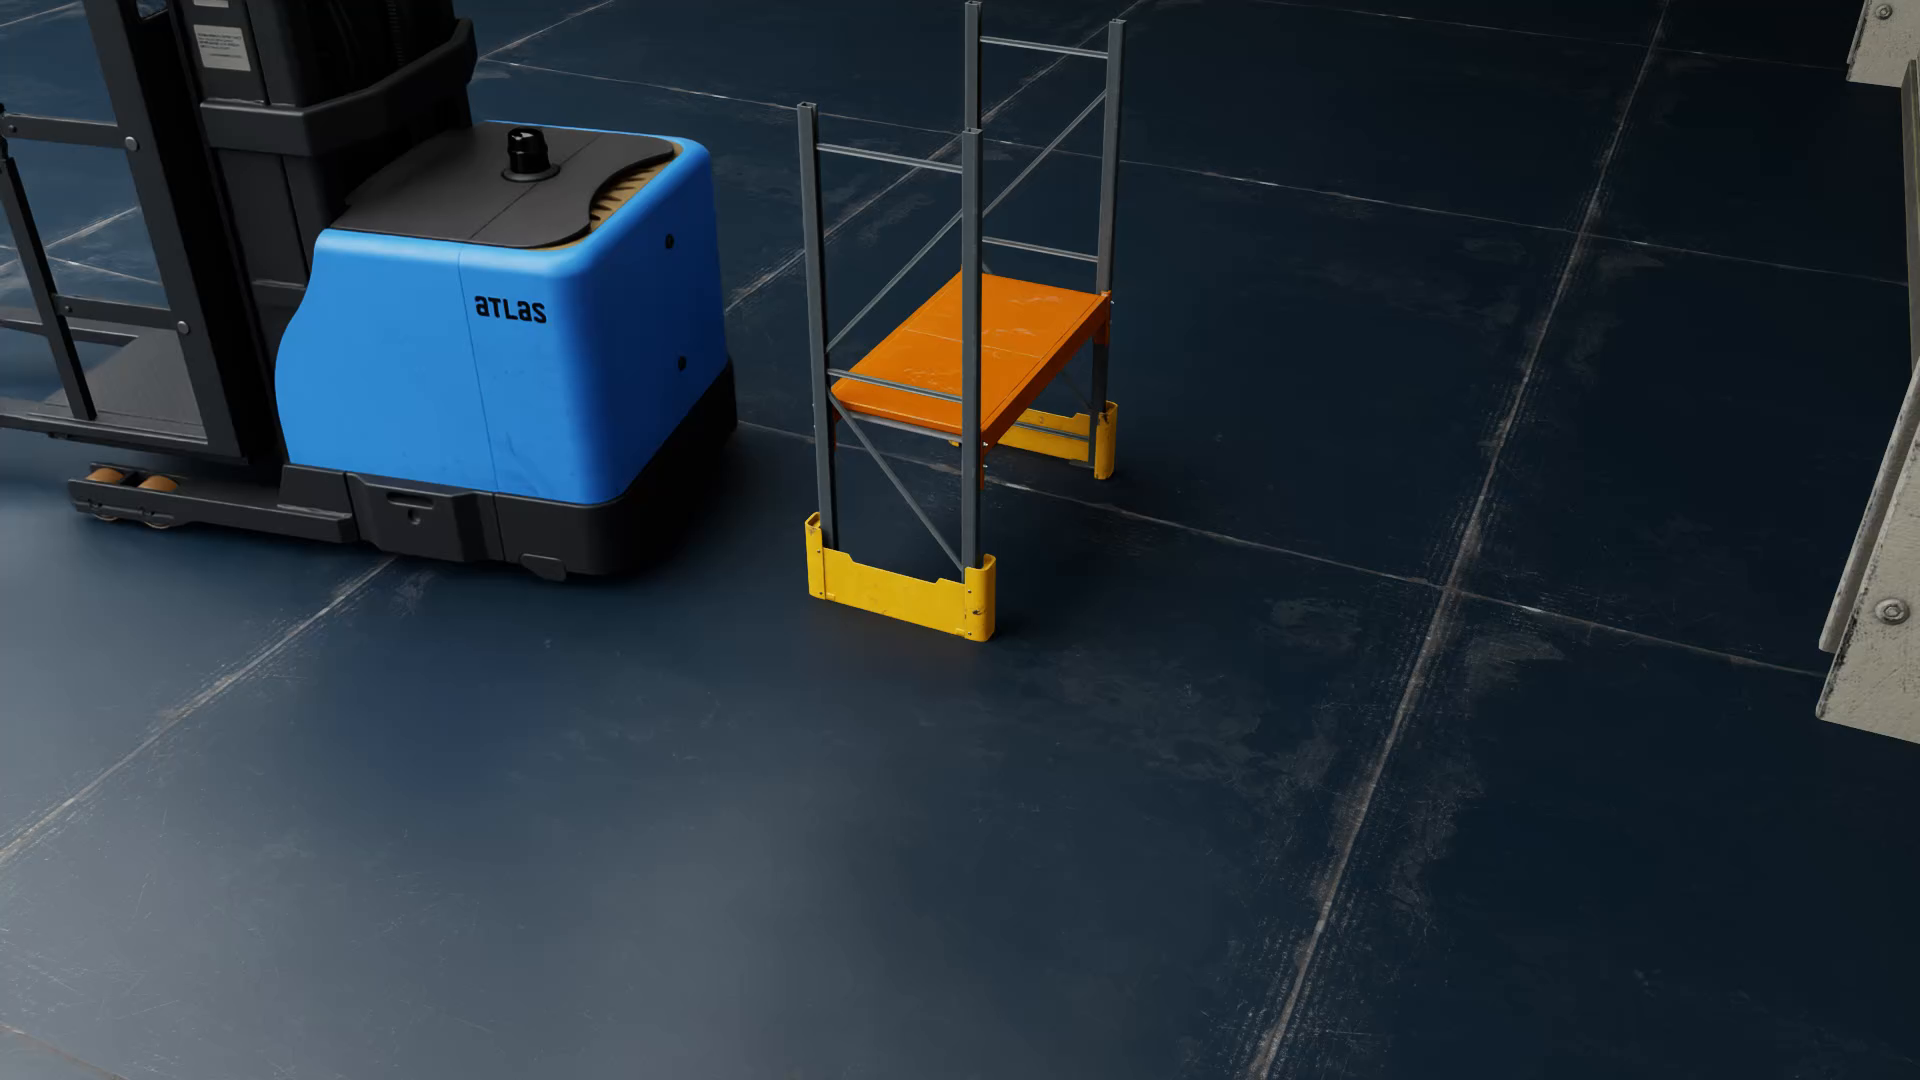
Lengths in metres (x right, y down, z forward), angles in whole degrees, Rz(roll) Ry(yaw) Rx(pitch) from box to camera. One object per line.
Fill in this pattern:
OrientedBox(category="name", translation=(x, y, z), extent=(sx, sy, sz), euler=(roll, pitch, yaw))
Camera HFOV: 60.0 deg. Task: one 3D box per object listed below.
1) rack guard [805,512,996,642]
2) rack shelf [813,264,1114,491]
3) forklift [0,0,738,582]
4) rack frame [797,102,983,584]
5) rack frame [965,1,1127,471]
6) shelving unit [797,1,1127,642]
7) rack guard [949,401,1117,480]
OrientedBox(category="rack guard", translation=(-0.176, 0.106, 4.861), extent=(0.587, 0.250, 0.087), euler=(14, 36, 20))
OrientedBox(category="rack shelf", translation=(0.036, -0.519, 5.002), extent=(0.538, 0.185, 1.000), euler=(14, 36, 20))
OrientedBox(category="forklift", translation=(-2.340, -1.532, 4.913), extent=(3.031, 2.935, 1.130), euler=(8, 34, 12))
OrientedBox(category="rack frame", translation=(-0.177, -0.417, 4.517), extent=(0.500, 1.500, 0.032), euler=(14, 36, 20))
OrientedBox(category="rack frame", translation=(0.248, -0.923, 5.290), extent=(0.500, 1.500, 0.032), euler=(14, 36, 20))
OrientedBox(category="shelving unit", translation=(0.032, -0.665, 4.897), extent=(0.587, 1.500, 1.083), euler=(14, 36, 20))
OrientedBox(category="rack guard", translation=(0.240, -0.391, 5.618), extent=(0.587, 0.250, 0.087), euler=(14, 36, 20))
